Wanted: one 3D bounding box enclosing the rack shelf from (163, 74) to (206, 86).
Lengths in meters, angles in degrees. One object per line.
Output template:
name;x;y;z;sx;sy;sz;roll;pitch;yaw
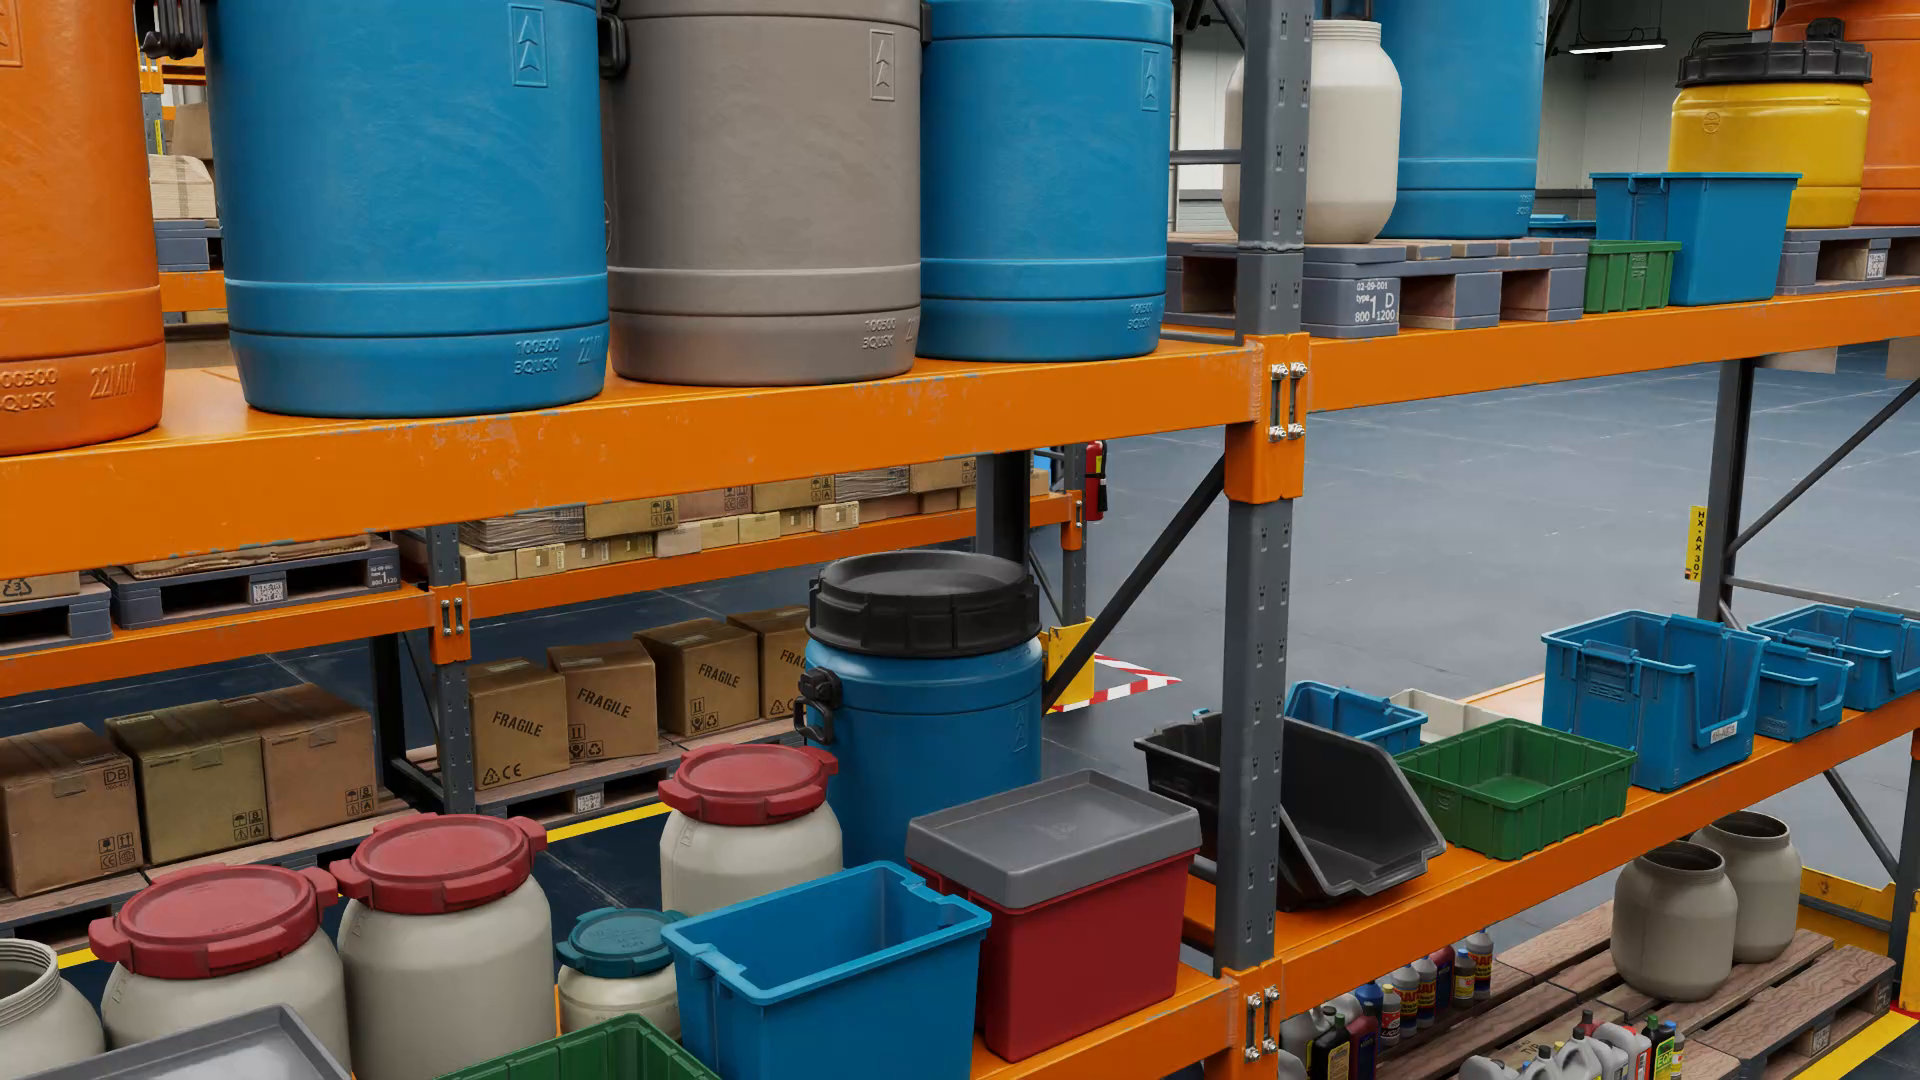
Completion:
rack shelf;-7.324;-4.489;16.346;4.000;0.370;1.077;-9;15;-38

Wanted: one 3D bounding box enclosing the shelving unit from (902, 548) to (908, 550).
shelving unit;-0.170;-0.465;14.610;1.048;1.125;0.538;-8;14;-32

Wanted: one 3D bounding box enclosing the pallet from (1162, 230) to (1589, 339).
pallet;0.902;-0.722;4.542;1.003;0.211;1.213;-9;15;-38

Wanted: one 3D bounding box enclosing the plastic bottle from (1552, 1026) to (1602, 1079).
plastic bottle;1.914;1.701;5.213;0.185;0.351;0.144;-9;15;-35

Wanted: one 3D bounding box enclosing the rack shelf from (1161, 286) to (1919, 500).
rack shelf;1.961;-0.613;5.304;4.000;0.370;1.077;-9;15;-38

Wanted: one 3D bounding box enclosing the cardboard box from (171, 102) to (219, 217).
cardboard box;-3.123;-1.720;7.525;0.637;0.503;0.797;-10;16;-40

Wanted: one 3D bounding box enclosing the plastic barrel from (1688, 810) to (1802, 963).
plastic barrel;3.057;1.352;6.517;0.421;0.512;0.421;0;12;0

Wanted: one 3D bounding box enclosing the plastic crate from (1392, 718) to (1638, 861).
plastic crate;1.636;0.735;4.955;0.662;0.188;0.450;-9;15;-38

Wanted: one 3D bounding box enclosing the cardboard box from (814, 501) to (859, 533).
cardboard box;-0.770;-0.155;9.244;0.250;0.149;0.380;-9;15;-38

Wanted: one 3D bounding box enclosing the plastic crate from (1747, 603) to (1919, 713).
plastic crate;3.319;0.429;6.244;0.616;0.251;0.499;-9;15;-38

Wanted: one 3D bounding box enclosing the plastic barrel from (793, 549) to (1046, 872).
plastic barrel;-0.091;0.518;4.262;0.708;0.901;0.600;-9;15;-38

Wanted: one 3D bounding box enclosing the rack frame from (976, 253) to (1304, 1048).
rack frame;0.400;0.762;4.319;0.127;3.000;1.000;-9;15;-38

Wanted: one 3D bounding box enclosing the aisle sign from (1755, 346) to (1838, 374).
aisle sign;3.396;-1.086;6.761;0.004;0.787;0.394;-9;15;-38

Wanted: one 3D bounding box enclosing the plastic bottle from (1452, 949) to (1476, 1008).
plastic bottle;1.832;1.595;6.075;0.097;0.201;0.097;0;12;0

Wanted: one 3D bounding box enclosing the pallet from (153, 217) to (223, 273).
pallet;-3.243;-1.354;7.514;1.003;0.211;1.213;-9;15;-38

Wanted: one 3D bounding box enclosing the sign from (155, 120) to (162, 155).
sign;-5.368;-2.646;11.146;0.005;0.325;0.100;-9;15;-38

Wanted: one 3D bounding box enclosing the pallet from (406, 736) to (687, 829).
pallet;-2.192;1.230;8.829;1.213;0.211;1.003;-9;15;-38

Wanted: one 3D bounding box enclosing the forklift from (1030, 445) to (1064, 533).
forklift;0.489;-1.764;16.381;1.130;2.935;3.031;3;12;14

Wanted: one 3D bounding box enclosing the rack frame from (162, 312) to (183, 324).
rack frame;-5.714;-0.859;11.952;0.127;3.000;1.000;-9;15;-38

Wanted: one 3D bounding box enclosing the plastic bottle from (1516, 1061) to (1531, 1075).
plastic bottle;1.804;1.760;5.294;0.097;0.201;0.097;0;12;0

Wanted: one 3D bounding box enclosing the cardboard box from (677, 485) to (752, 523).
cardboard box;-1.565;-0.425;8.950;0.500;0.500;0.875;-9;15;-38

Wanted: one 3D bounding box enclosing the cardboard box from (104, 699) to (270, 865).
cardboard box;-3.572;1.101;7.680;0.500;0.500;0.700;-10;15;-38

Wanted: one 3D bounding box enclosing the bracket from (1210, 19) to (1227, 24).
bracket;6.654;-10.392;33.738;4.783;0.066;0.076;-9;15;-38

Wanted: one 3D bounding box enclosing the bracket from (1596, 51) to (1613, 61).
bracket;15.850;-11.920;40.934;0.430;0.232;0.235;-9;15;-38

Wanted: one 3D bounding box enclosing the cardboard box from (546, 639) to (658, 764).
cardboard box;-1.915;0.855;8.888;0.500;0.500;0.500;-4;13;-20

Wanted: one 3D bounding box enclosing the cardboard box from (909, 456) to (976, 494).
cardboard box;-0.333;-0.604;9.793;0.500;0.500;0.875;-9;15;-38

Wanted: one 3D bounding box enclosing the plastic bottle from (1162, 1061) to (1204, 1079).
plastic bottle;0.722;1.712;5.162;0.185;0.351;0.144;-10;16;-39

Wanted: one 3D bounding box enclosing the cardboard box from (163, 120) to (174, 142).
cardboard box;-5.628;-2.947;11.997;0.250;0.149;0.380;-10;15;-38

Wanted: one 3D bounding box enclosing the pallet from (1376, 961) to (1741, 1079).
pallet;1.903;1.886;5.737;1.213;0.211;1.003;-9;15;-38

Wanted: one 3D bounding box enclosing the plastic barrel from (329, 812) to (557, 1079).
plastic barrel;-1.057;0.879;3.439;0.433;0.535;0.433;0;12;0

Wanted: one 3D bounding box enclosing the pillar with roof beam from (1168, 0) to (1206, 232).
pillar with roof beam;6.772;-7.600;29.256;0.548;9.000;9.100;-9;15;-38

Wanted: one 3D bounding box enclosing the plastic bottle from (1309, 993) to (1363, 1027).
plastic bottle;1.254;1.662;5.581;0.135;0.276;0.152;-9;15;-37

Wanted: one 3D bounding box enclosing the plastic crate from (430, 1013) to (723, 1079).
plastic crate;-0.784;1.137;3.061;0.662;0.188;0.450;-9;15;-38

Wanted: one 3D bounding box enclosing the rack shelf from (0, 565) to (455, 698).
rack shelf;-4.256;0.570;6.955;4.000;0.370;1.077;-9;15;-38

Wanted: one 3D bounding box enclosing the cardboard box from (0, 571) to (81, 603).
cardboard box;-3.990;-0.057;6.918;0.637;0.503;0.797;-8;14;-32

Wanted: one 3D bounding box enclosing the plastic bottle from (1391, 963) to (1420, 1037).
plastic bottle;1.567;1.604;5.860;0.097;0.271;0.097;0;12;0

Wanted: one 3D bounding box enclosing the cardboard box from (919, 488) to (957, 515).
cardboard box;-0.228;-0.264;9.755;0.250;0.149;0.380;-9;15;-38

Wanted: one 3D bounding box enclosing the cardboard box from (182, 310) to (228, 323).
cardboard box;-5.405;-1.503;12.024;0.550;0.550;0.875;-9;15;-38

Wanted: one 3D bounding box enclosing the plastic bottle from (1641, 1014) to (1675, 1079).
plastic bottle;2.283;1.684;5.457;0.133;0.283;0.061;-9;15;-36

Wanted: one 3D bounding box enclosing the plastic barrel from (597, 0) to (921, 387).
plastic barrel;-0.373;-0.764;3.079;0.600;0.901;0.600;0;12;0

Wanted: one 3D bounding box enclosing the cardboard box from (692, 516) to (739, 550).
cardboard box;-1.378;-0.064;8.812;0.250;0.149;0.380;-9;15;-38

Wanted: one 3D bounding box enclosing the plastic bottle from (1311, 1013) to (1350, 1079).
plastic bottle;1.209;1.692;5.421;0.133;0.283;0.061;-9;15;-38

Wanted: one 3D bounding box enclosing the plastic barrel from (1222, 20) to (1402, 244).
plastic barrel;0.859;-0.989;4.065;0.421;0.512;0.421;0;12;0

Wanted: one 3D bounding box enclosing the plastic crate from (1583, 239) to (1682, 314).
plastic crate;1.802;-0.762;4.786;0.450;0.188;0.336;-9;15;-38

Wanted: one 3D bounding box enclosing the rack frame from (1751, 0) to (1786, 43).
rack frame;3.523;-2.692;6.140;0.127;3.000;1.000;-9;15;-38

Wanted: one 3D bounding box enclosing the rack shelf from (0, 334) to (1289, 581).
rack shelf;-1.162;-0.094;2.860;4.000;0.370;1.077;-9;15;-38

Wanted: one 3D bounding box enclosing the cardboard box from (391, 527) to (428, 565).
cardboard box;-2.710;0.006;8.484;0.250;0.149;0.380;-9;15;-38

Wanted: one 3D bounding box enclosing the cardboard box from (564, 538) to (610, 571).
cardboard box;-1.958;0.035;8.347;0.250;0.149;0.380;-9;15;-38

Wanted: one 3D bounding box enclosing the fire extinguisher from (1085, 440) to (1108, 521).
fire extinguisher;0.806;-0.463;10.272;0.183;0.674;0.296;-9;15;-38

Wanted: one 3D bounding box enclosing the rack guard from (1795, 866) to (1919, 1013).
rack guard;3.493;1.483;6.940;0.348;0.500;1.175;-9;15;-38
